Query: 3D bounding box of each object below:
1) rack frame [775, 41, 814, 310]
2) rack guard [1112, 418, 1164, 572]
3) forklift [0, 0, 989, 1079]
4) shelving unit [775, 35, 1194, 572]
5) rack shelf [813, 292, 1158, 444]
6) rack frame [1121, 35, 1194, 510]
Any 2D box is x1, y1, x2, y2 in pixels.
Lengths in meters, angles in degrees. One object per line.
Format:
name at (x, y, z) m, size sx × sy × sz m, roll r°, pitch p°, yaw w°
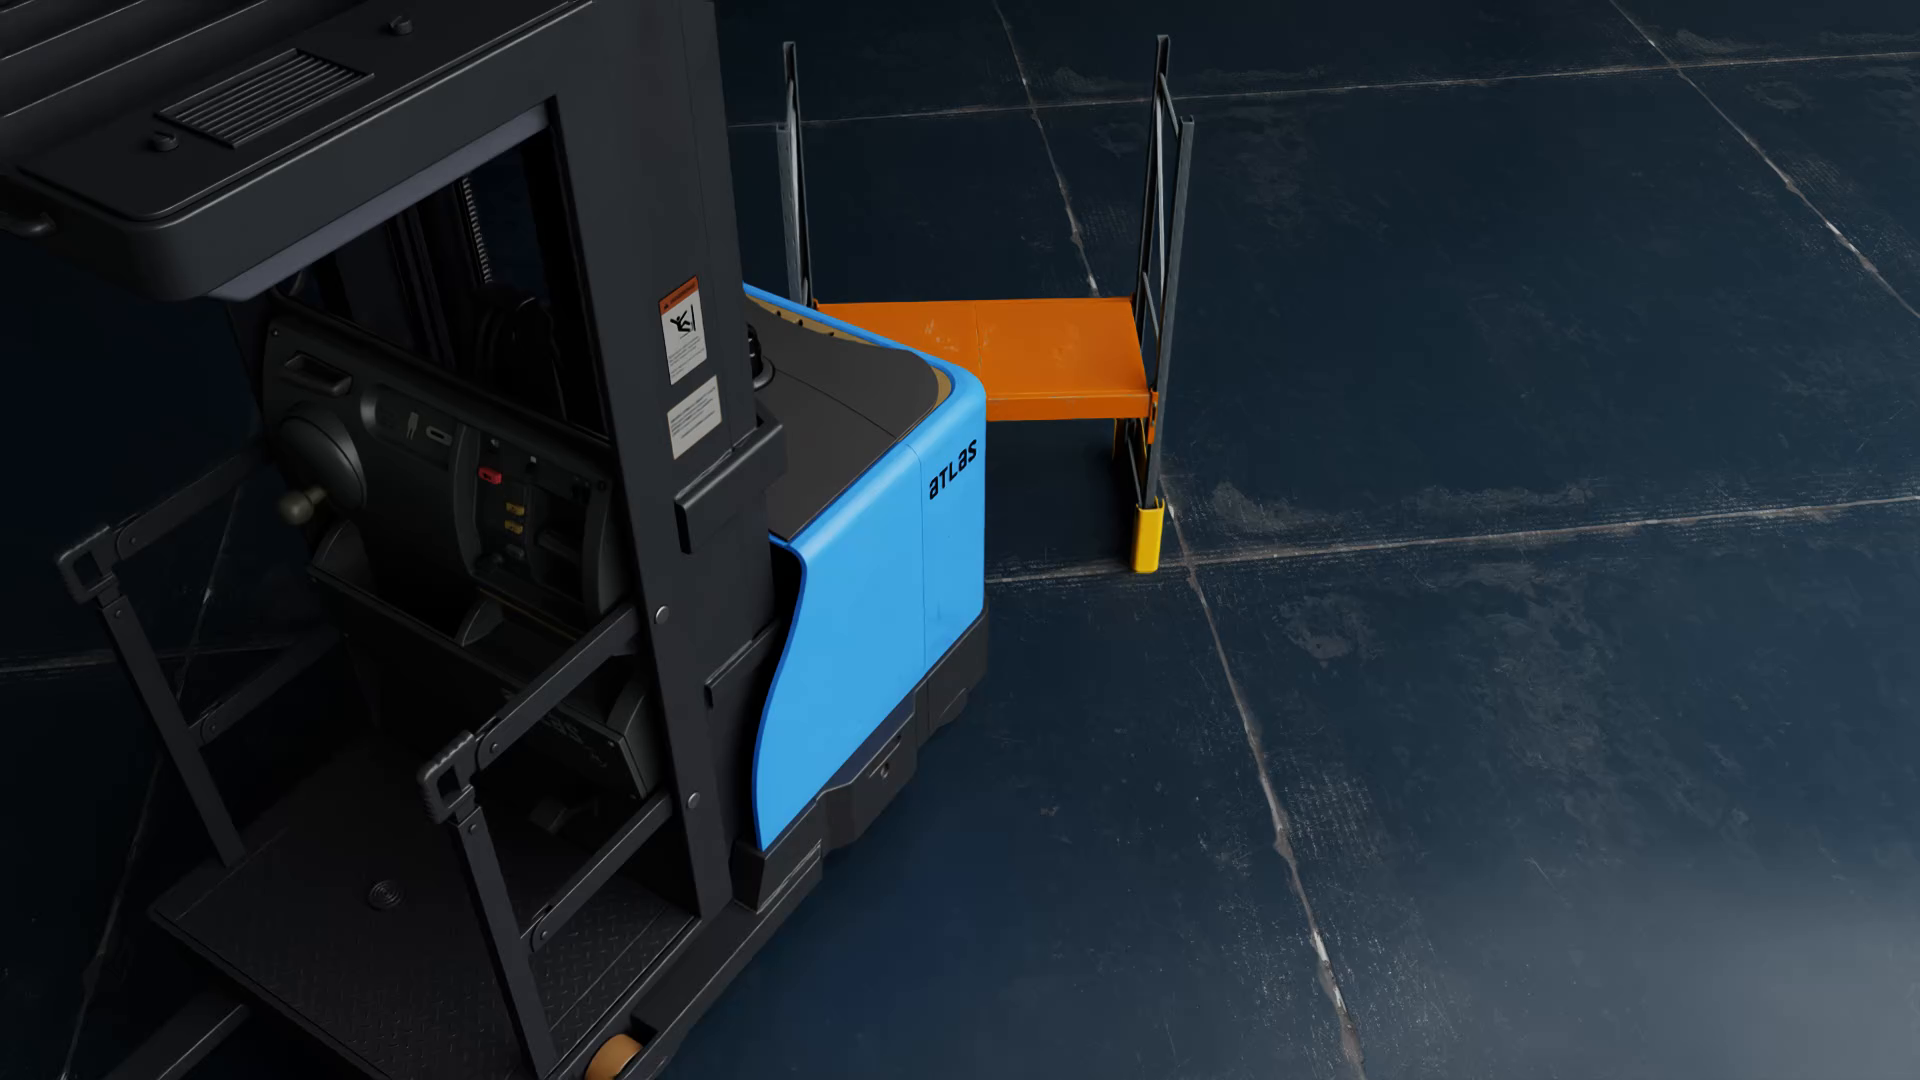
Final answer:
rack frame at (-0.453, -0.628, 4.826) m, size 0.032 × 1.500 × 0.500 m, roll -1°, pitch 42°, yaw -2°
rack guard at (0.561, -0.190, 5.274) m, size 0.087 × 0.250 × 0.587 m, roll -1°, pitch 42°, yaw -2°
forklift at (-1.146, -0.047, 3.113) m, size 1.130 × 2.935 × 3.031 m, roll 24°, pitch 47°, yaw 24°
shelving unit at (0.064, -0.641, 4.841) m, size 1.083 × 1.500 × 0.587 m, roll -1°, pitch 42°, yaw -2°
rack shelf at (0.055, -0.508, 4.962) m, size 1.000 × 0.185 × 0.538 m, roll -1°, pitch 42°, yaw -2°
rack frame at (0.562, -0.654, 4.856) m, size 0.032 × 1.500 × 0.500 m, roll -1°, pitch 42°, yaw -2°
